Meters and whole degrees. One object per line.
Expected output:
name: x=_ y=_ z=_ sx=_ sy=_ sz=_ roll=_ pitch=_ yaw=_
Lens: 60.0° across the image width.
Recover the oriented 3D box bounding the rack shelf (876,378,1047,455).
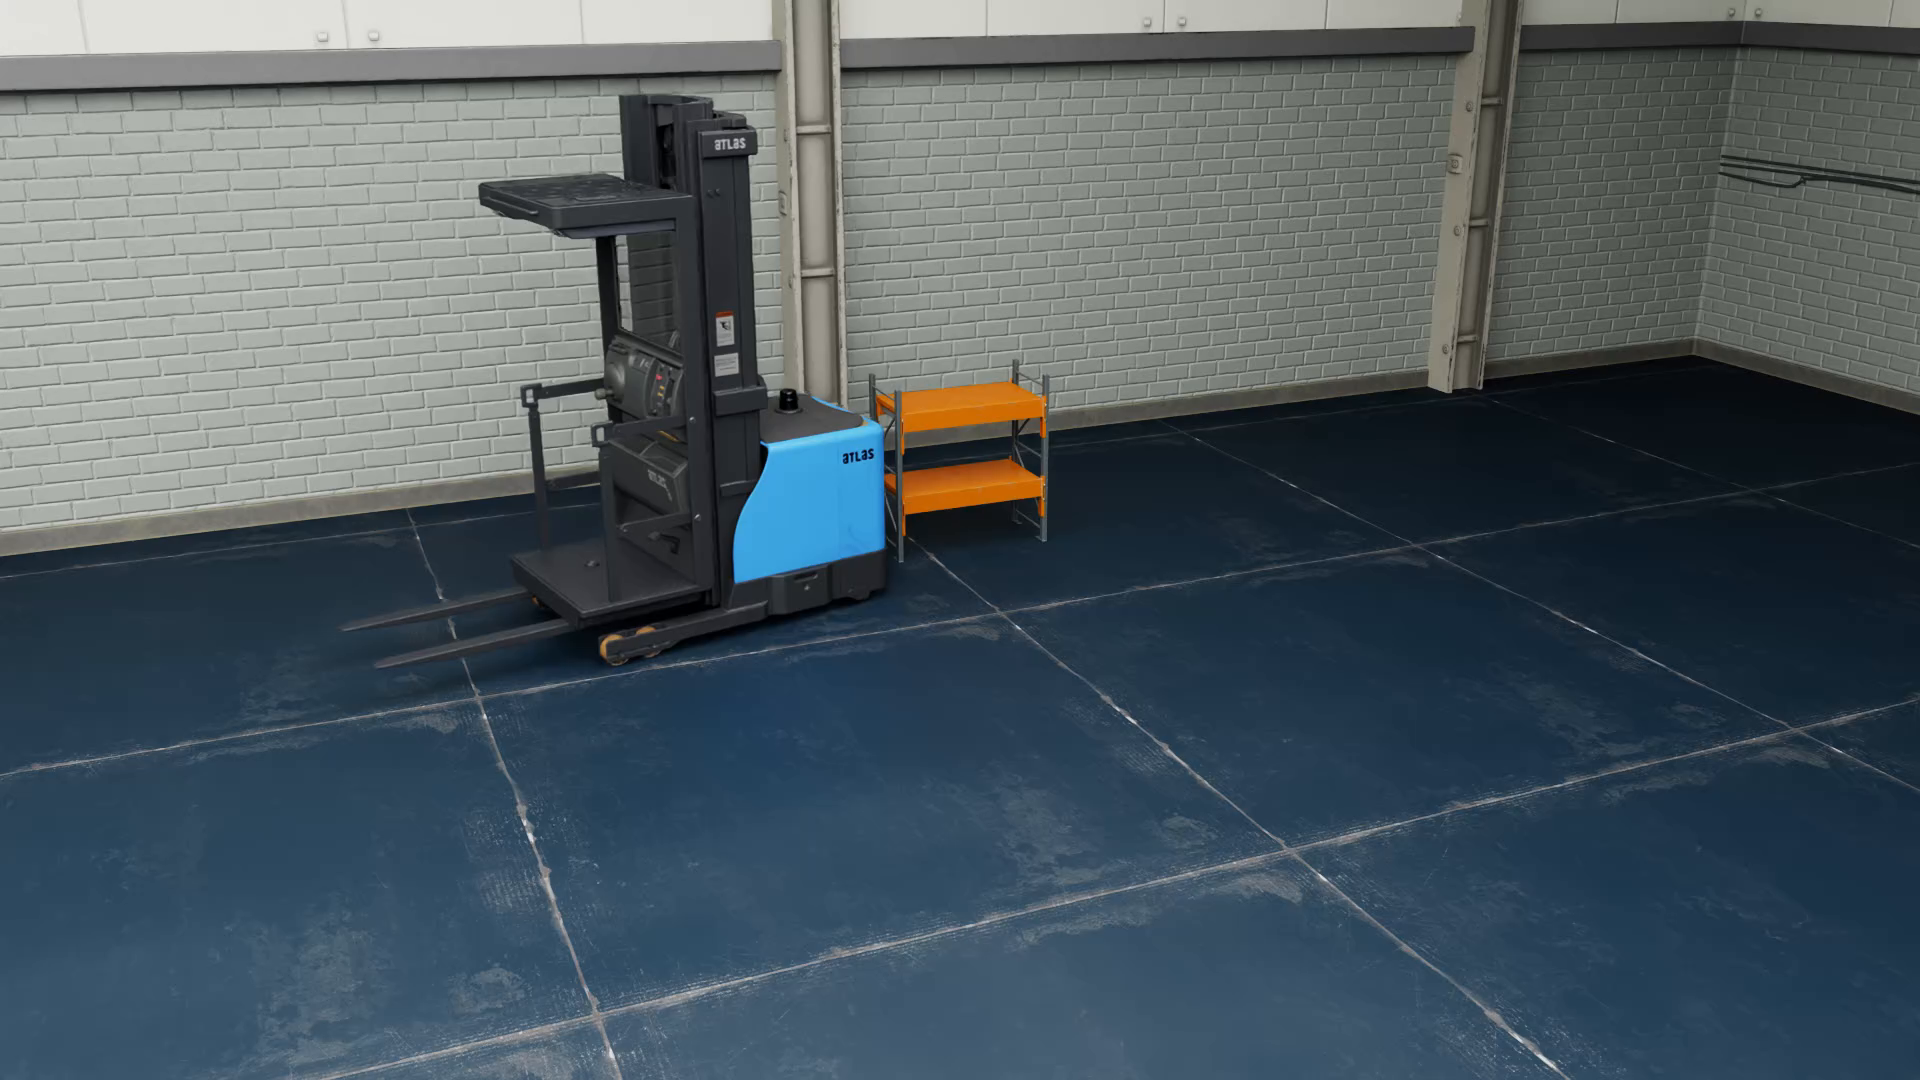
rack shelf: x=-0.006 y=-0.806 z=10.735 sx=1.000 sy=0.278 sz=0.538 roll=-8 pitch=21 yaw=-22

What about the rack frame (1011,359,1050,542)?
rack frame: x=0.461 y=-0.597 z=11.023 sx=0.032 sy=1.125 sz=0.500 roll=-8 pitch=21 yaw=-22

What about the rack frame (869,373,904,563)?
rack frame: x=-0.473 y=-0.463 z=10.643 sx=0.032 sy=1.125 sz=0.500 roll=-8 pitch=21 yaw=-22

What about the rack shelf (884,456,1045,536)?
rack shelf: x=-0.006 y=-0.299 z=10.914 sx=1.000 sy=0.278 sz=0.538 roll=-8 pitch=21 yaw=-22

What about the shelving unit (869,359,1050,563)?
shelving unit: x=-0.006 y=-0.530 z=10.833 sx=1.048 sy=1.125 sz=0.538 roll=-8 pitch=21 yaw=-22

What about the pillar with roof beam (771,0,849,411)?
pillar with roof beam: x=0.628 y=-3.514 z=7.453 sx=0.400 sy=9.000 sz=9.100 roll=-8 pitch=21 yaw=-22

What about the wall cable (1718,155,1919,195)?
wall cable: x=7.661 y=-4.136 z=13.895 sx=0.112 sy=2.526 sz=3.097 roll=-8 pitch=21 yaw=-22

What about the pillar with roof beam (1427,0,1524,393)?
pillar with roof beam: x=6.137 y=-4.304 z=9.695 sx=0.400 sy=9.000 sz=9.100 roll=-8 pitch=21 yaw=-22

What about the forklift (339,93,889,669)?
forklift: x=-1.932 y=-0.897 z=9.157 sx=3.031 sy=2.935 sz=1.130 roll=-13 pitch=23 yaw=-33
